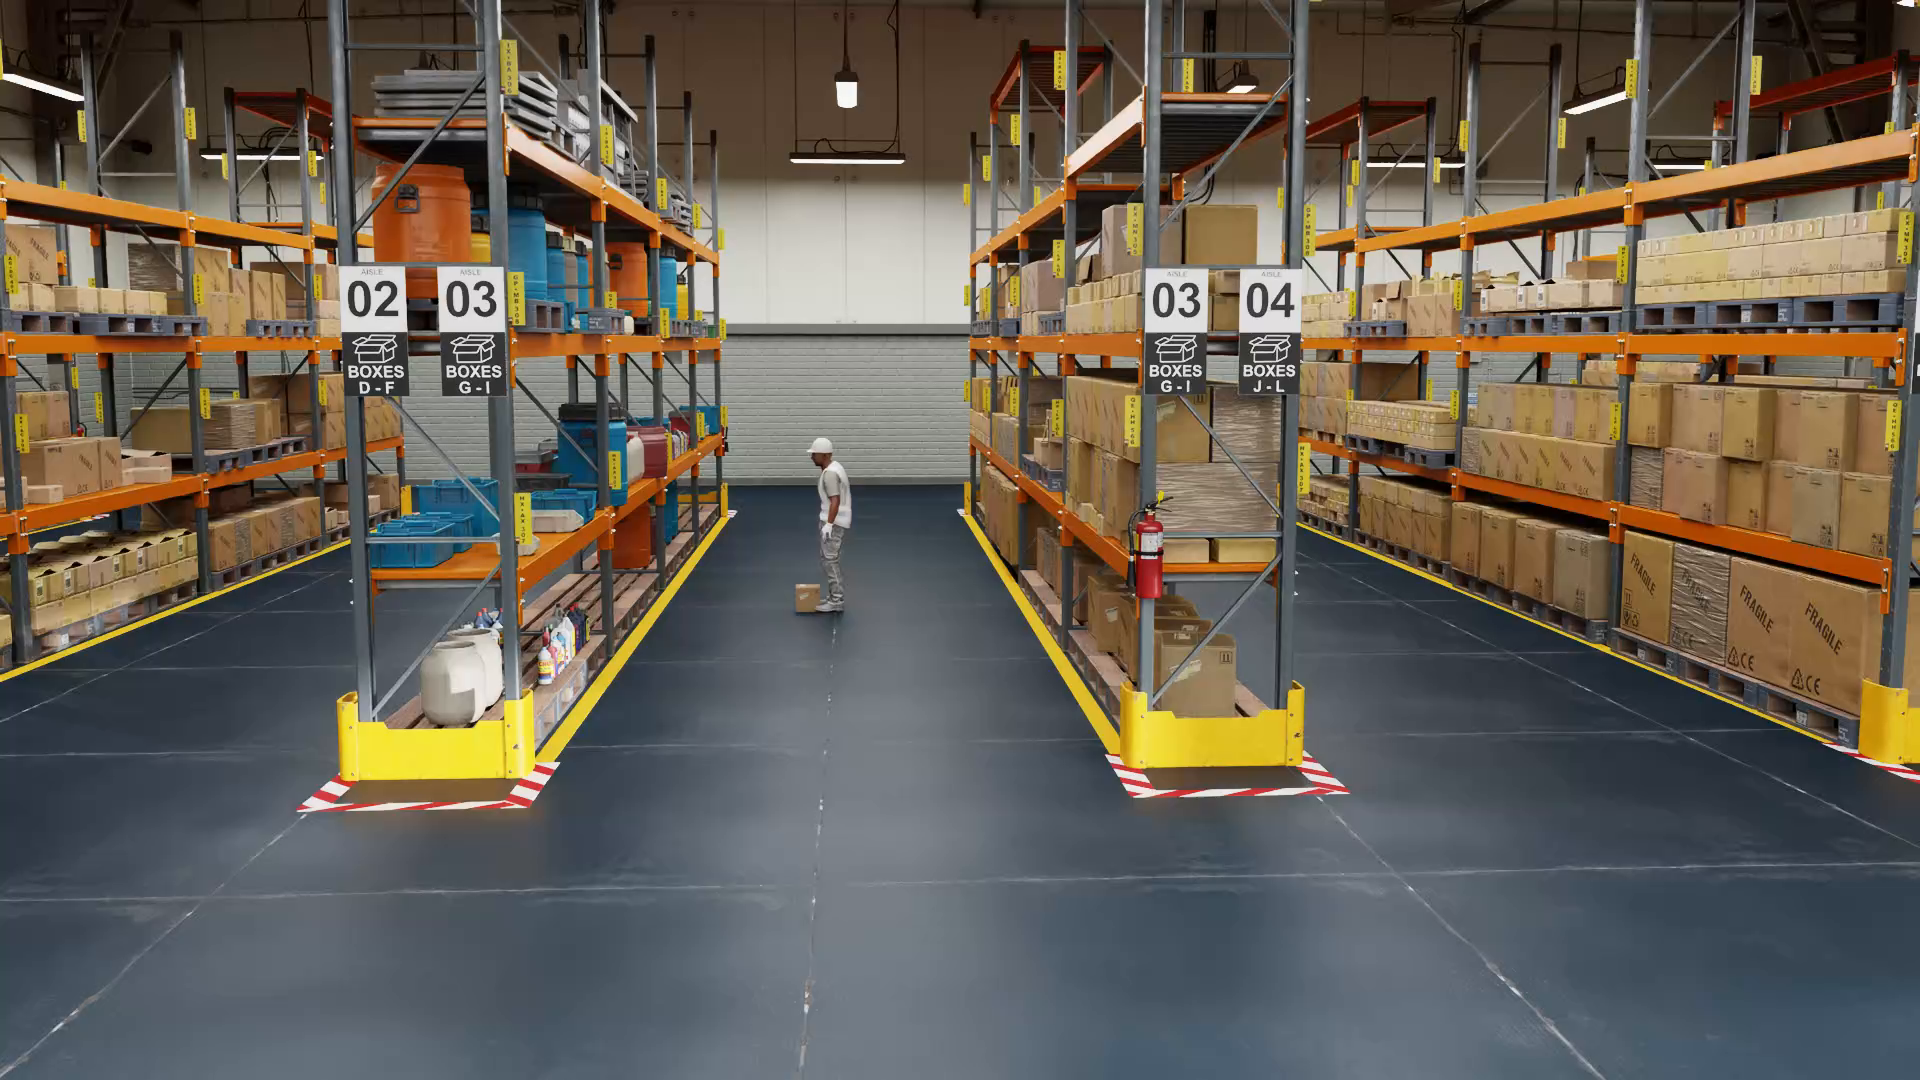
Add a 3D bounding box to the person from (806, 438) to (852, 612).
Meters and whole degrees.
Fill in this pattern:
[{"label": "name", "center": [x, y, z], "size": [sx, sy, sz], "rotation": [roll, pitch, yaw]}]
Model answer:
[{"label": "person", "center": [-1.339, -0.161, 17.047], "size": [0.453, 1.774, 0.622], "rotation": [-1, 7, -4]}]
